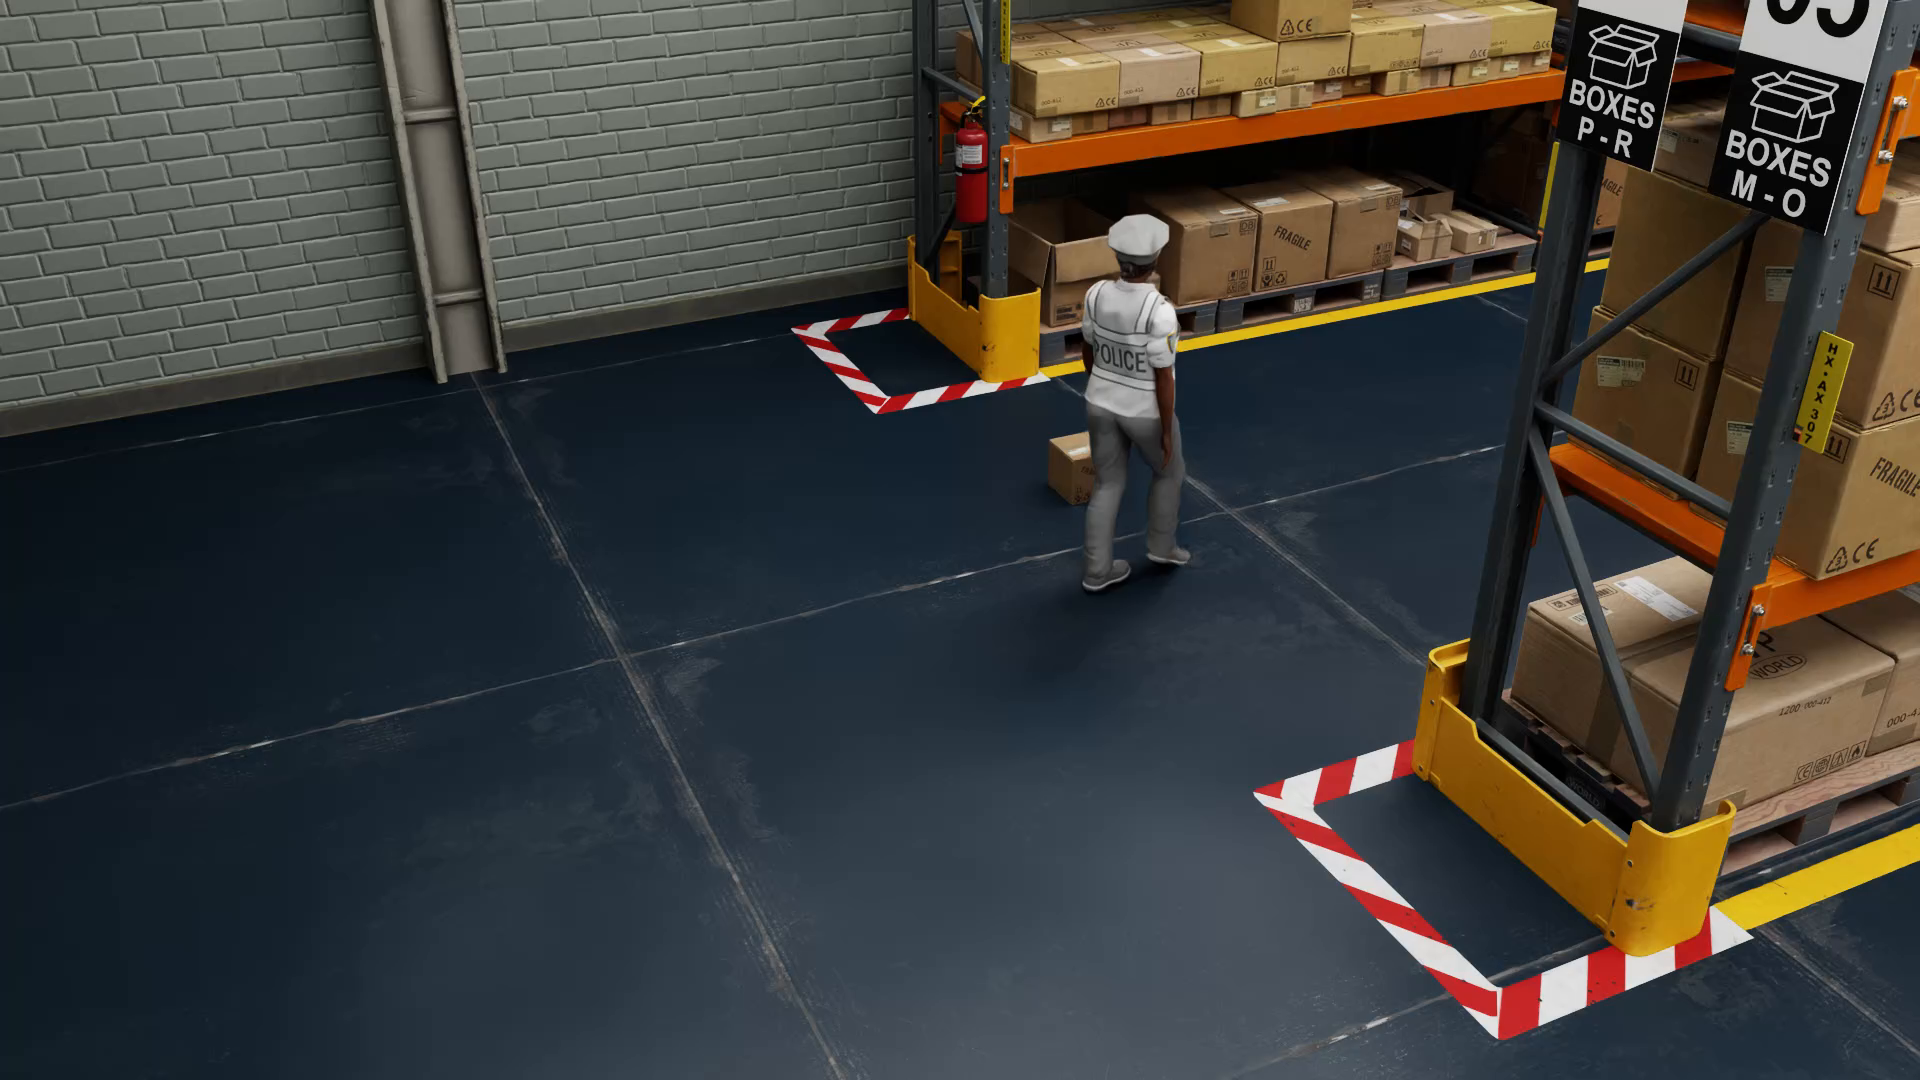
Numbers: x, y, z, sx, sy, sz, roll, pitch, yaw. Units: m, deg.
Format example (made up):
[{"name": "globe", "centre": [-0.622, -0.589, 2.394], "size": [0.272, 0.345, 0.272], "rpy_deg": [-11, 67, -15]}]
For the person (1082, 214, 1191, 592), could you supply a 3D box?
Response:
[{"name": "person", "centre": [0.774, -0.576, 7.146], "size": [0.505, 1.718, 0.614], "rpy_deg": [18, 34, 29]}]
